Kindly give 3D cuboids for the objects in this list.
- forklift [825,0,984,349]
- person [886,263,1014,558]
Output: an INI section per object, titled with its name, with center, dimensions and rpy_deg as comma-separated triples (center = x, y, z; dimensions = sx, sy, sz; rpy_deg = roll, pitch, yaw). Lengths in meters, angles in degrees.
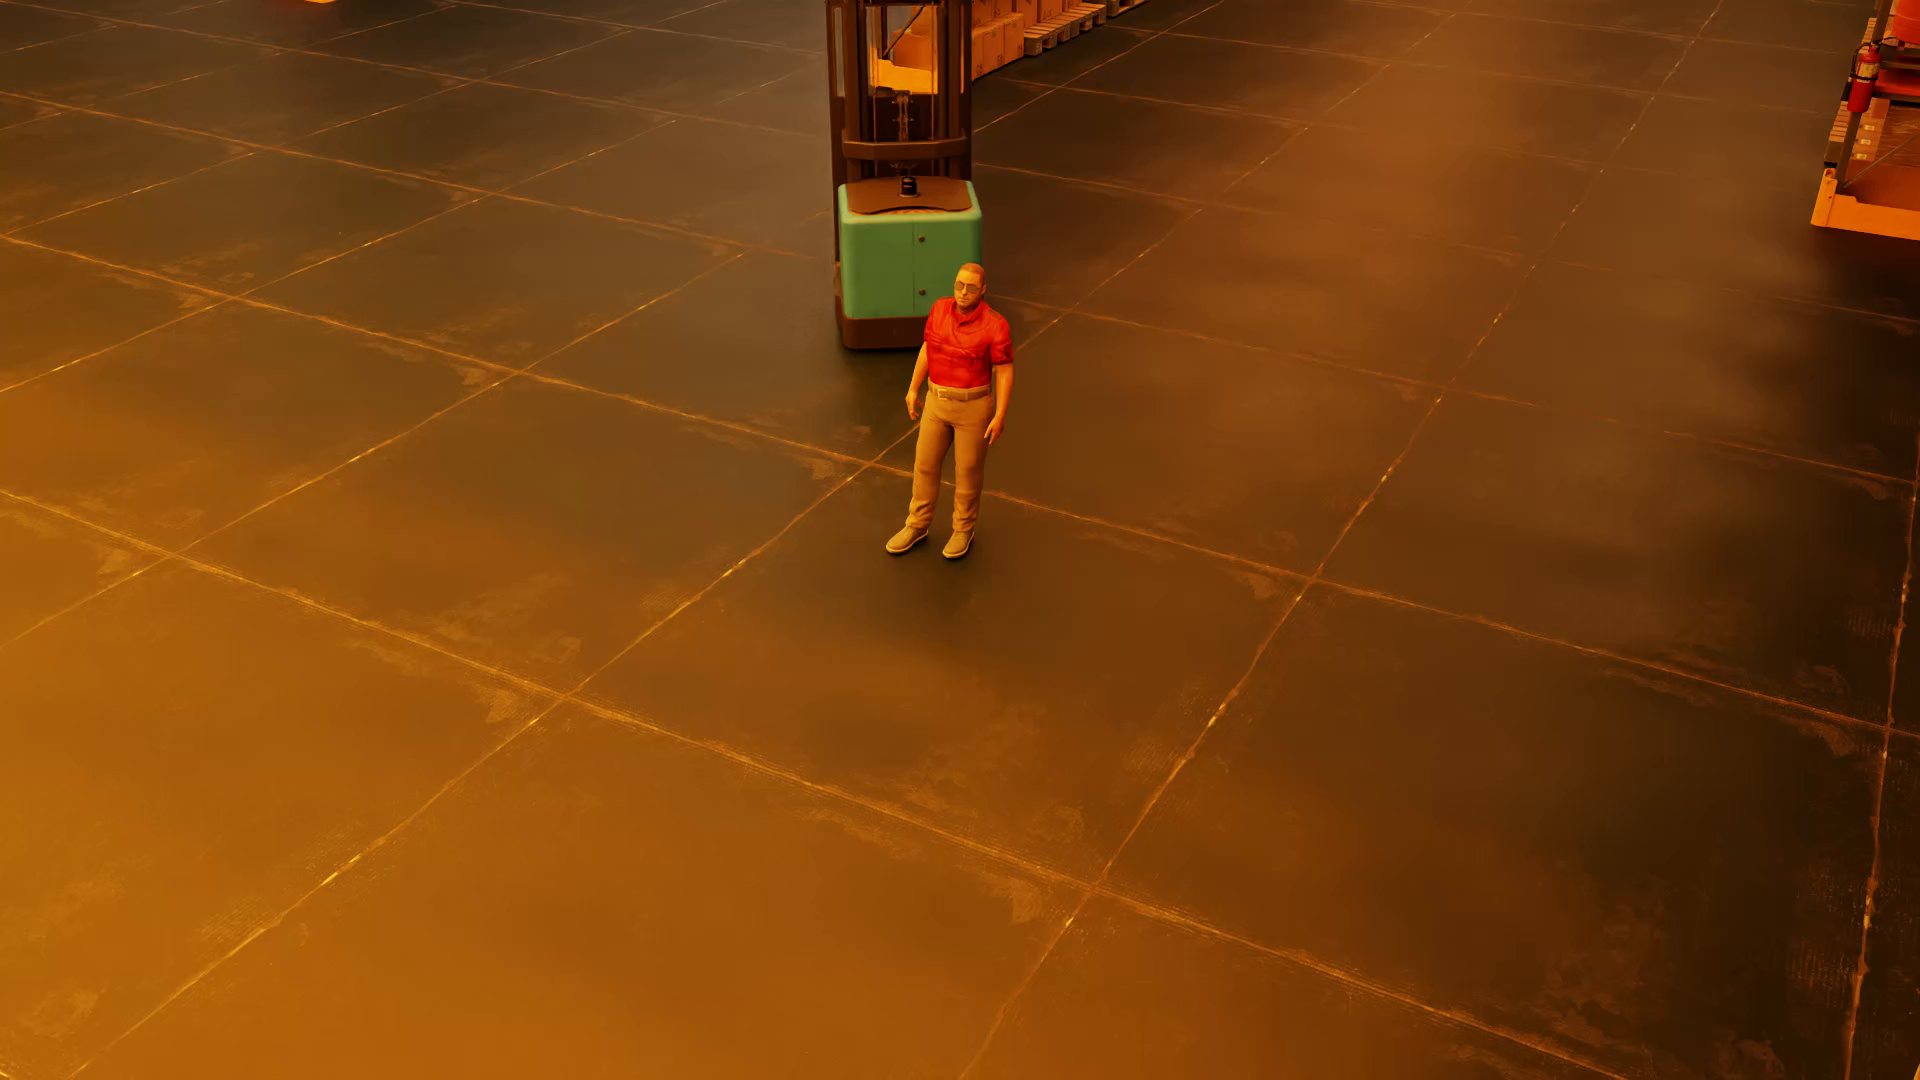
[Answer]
[forklift]
center = -0.478, -3.393, 12.949
dimensions = 1.130, 2.935, 3.031
rpy_deg = -3, 30, -5
[person]
center = -0.054, -0.719, 9.503
dimensions = 0.641, 1.727, 0.550
rpy_deg = 15, 33, 25
